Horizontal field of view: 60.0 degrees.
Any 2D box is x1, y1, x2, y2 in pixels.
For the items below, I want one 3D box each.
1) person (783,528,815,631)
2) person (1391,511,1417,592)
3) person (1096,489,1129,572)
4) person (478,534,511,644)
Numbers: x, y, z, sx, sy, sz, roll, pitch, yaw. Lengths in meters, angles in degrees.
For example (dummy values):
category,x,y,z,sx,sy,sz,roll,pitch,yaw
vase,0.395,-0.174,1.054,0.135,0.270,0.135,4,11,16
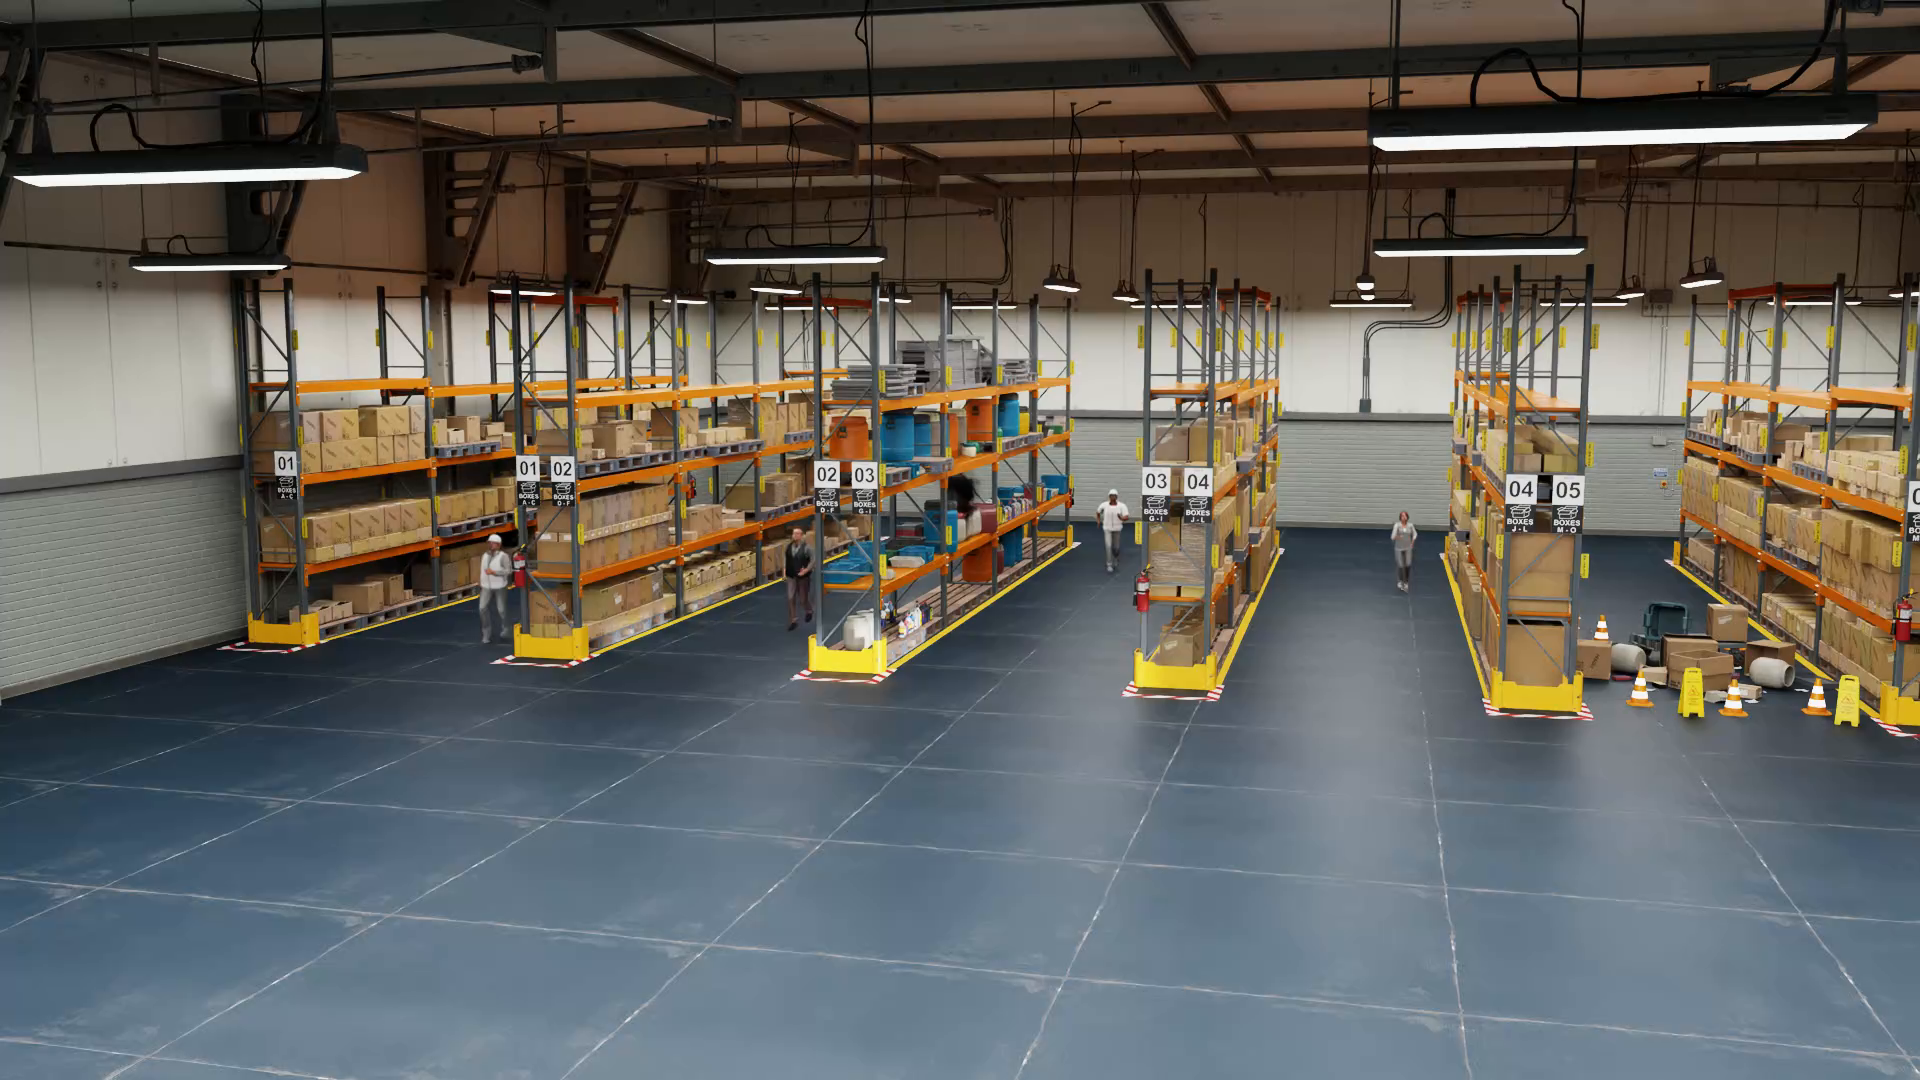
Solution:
category,x,y,z,sx,sy,sz,roll,pitch,yaw
person,-2.753,0.653,28.448,0.673,1.718,0.821,2,7,13
person,8.877,0.229,33.256,0.513,1.625,0.650,1,7,11
person,3.316,-0.227,36.107,0.701,1.752,0.990,0,7,3
person,-7.753,0.815,27.686,0.624,1.830,0.752,1,7,8
